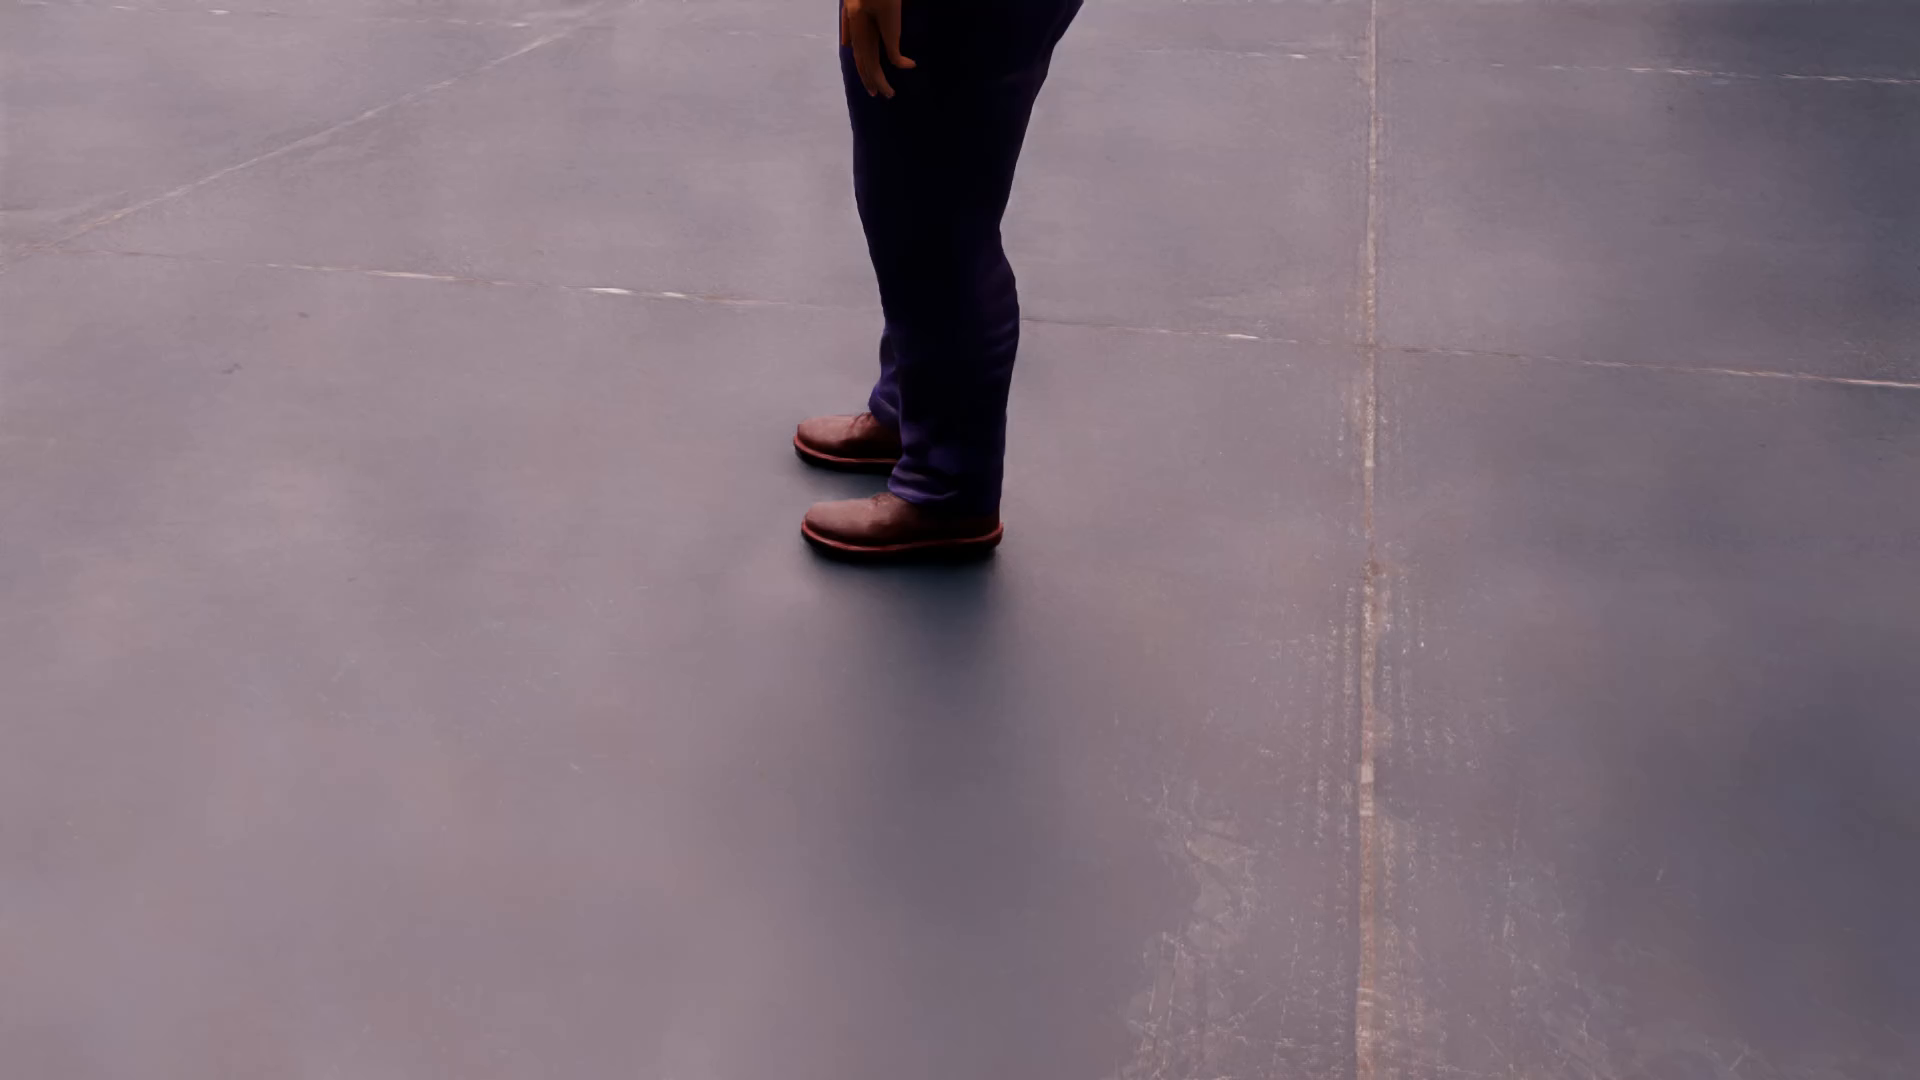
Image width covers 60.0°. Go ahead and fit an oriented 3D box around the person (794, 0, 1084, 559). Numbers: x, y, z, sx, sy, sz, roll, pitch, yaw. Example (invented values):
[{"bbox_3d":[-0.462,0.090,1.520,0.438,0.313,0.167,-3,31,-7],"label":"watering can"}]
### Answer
[{"bbox_3d":[-0.083,-0.761,2.163,0.502,1.650,0.599,6,27,11],"label":"person"}]
